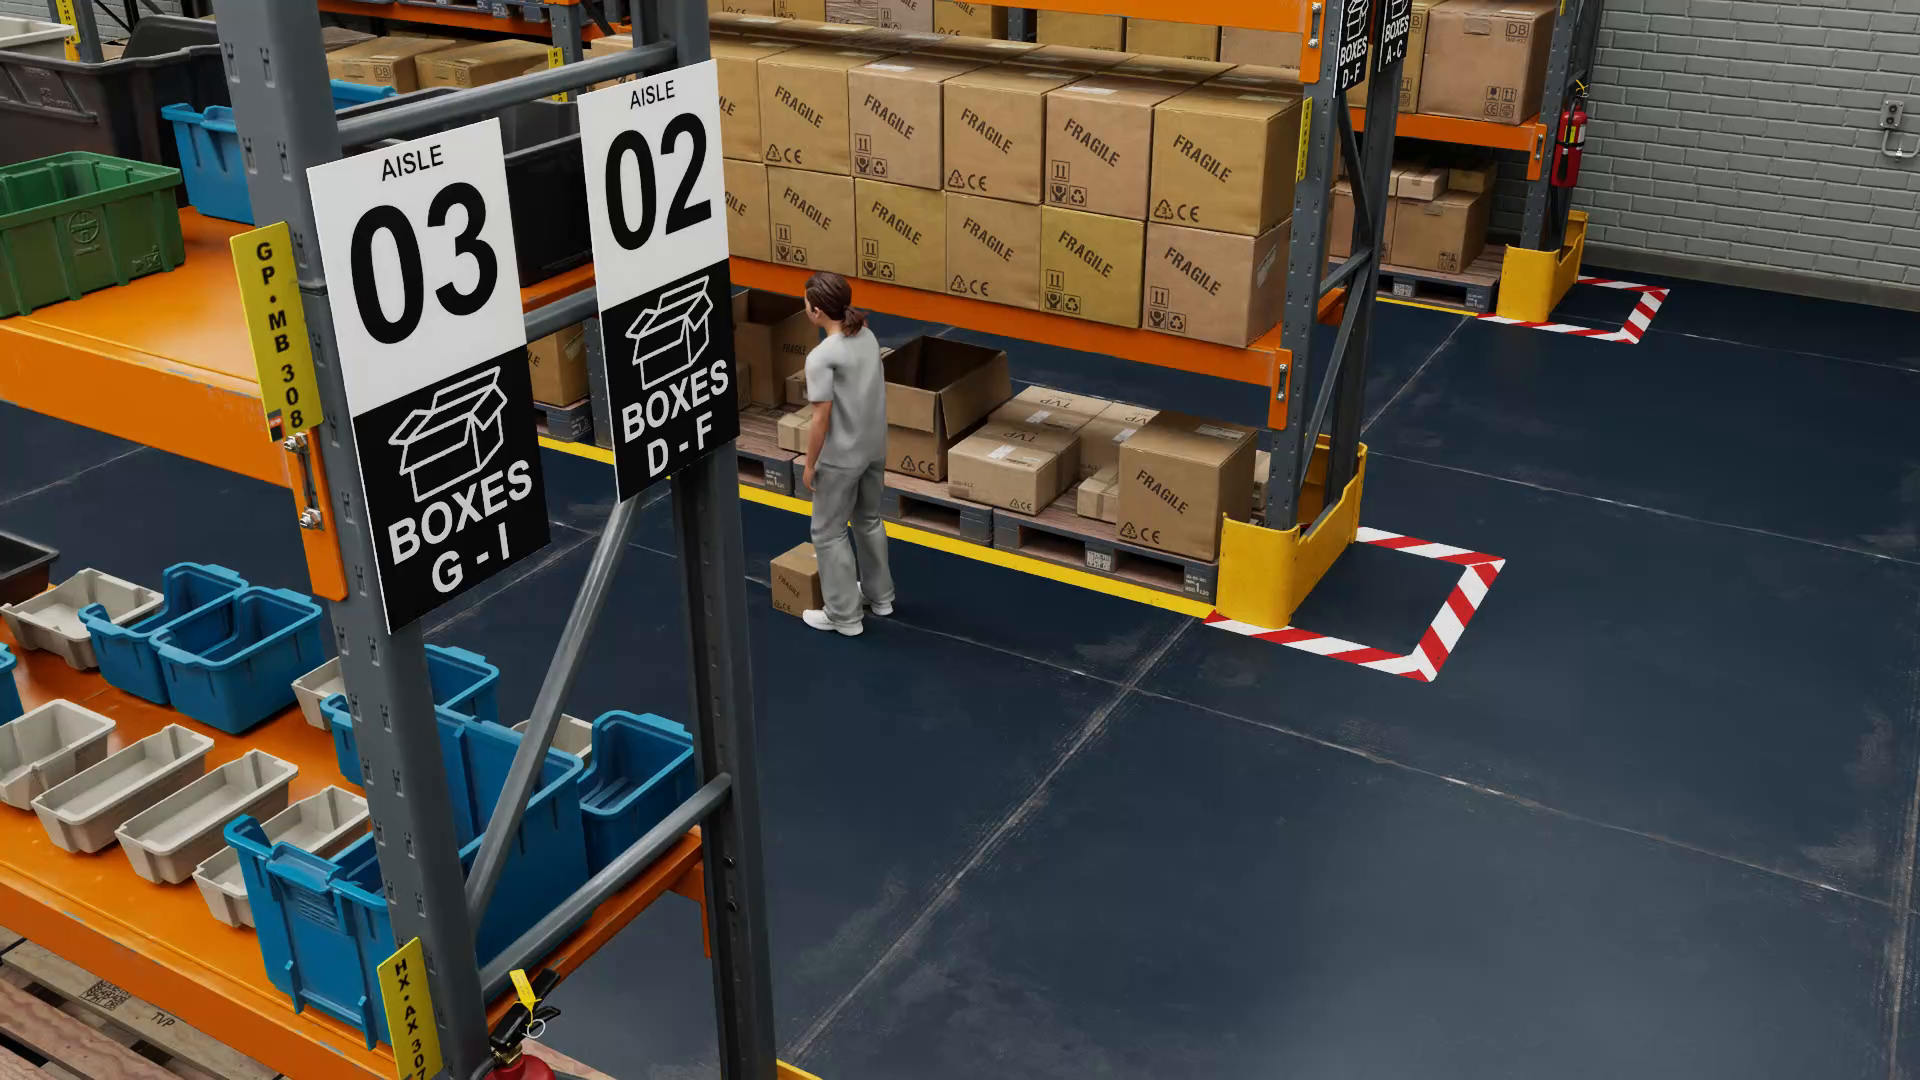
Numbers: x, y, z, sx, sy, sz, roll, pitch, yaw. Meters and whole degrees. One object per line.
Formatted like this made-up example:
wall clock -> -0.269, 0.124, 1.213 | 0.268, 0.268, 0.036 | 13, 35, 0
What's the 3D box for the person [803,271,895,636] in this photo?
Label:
person -> -0.506, -0.377, 7.367 | 0.353, 1.673, 0.491 | 19, 32, 32
